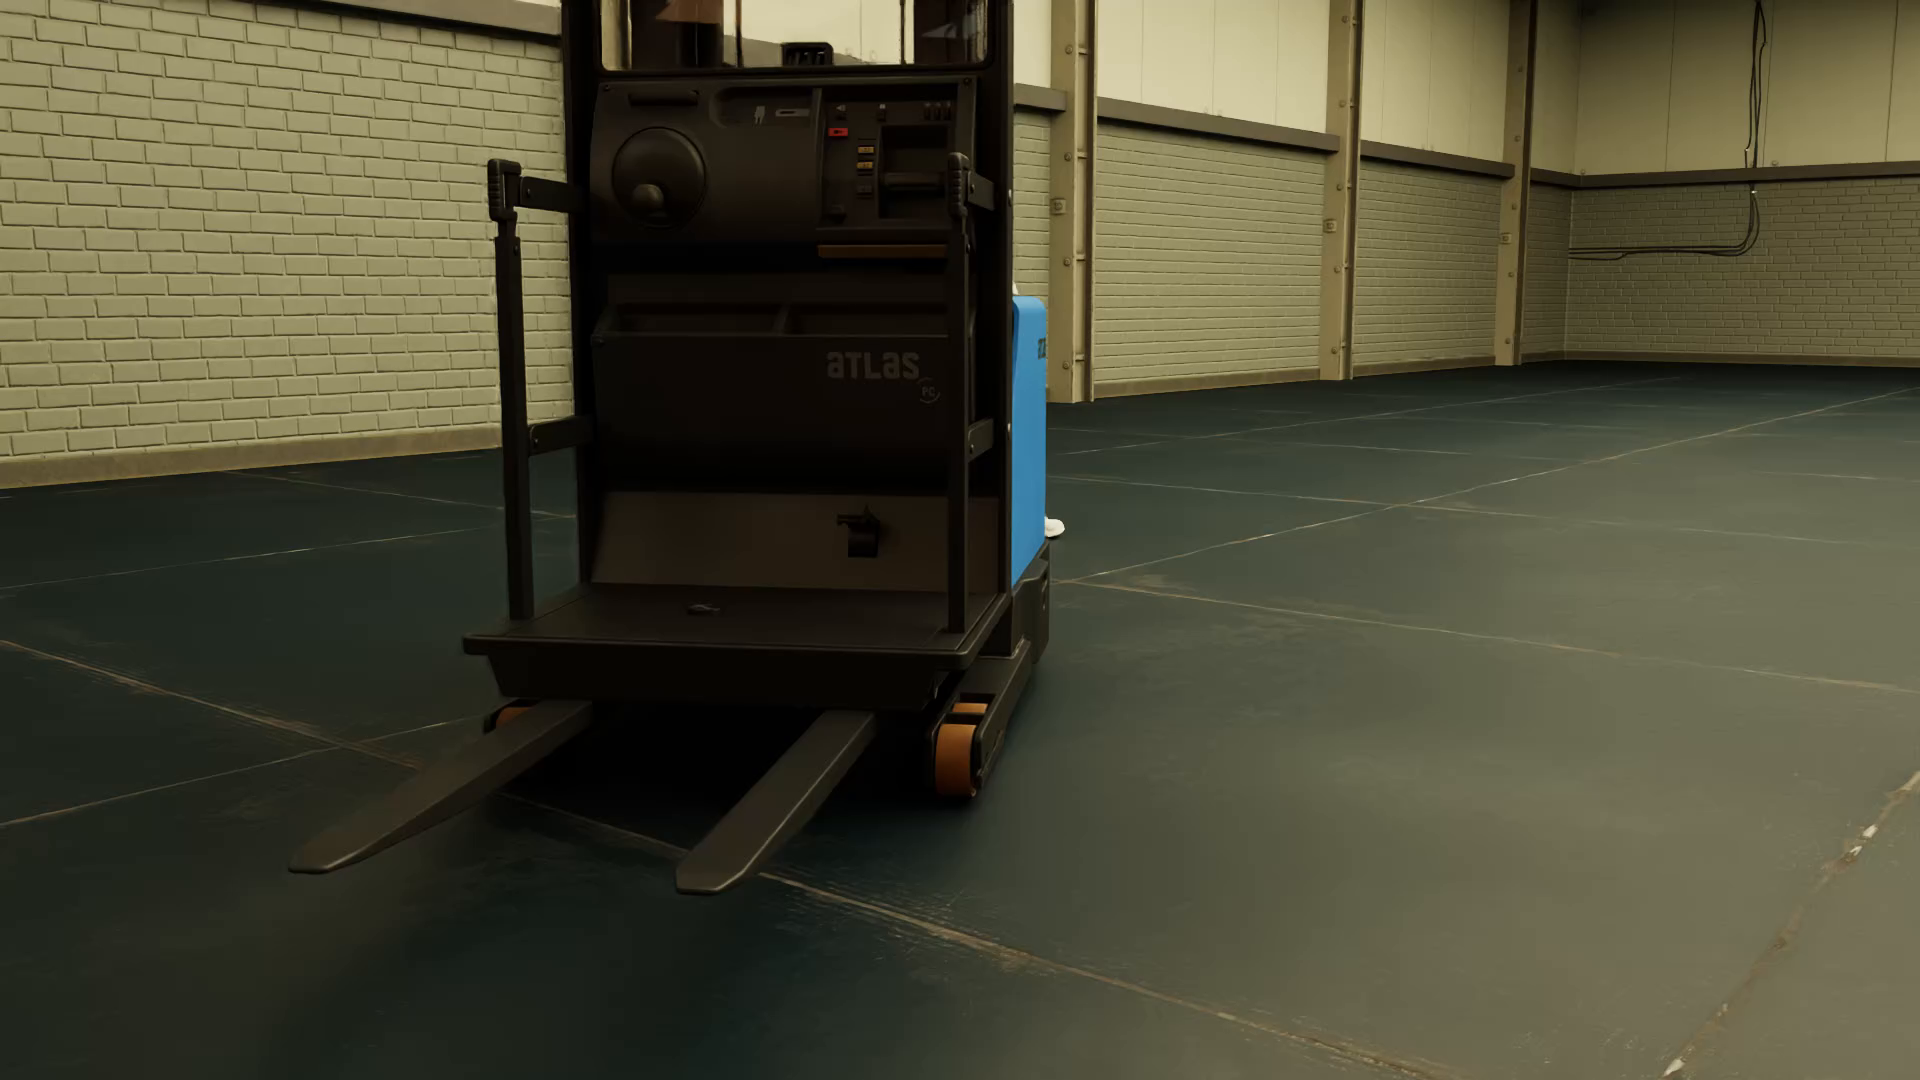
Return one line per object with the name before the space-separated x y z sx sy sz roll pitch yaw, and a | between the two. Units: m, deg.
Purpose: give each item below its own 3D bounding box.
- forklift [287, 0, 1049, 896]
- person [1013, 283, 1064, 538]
forklift | -0.453 -0.946 3.747 1.130 2.935 3.031 1 8 9
person | 0.060 -0.897 7.342 0.696 1.776 0.581 7 11 38
